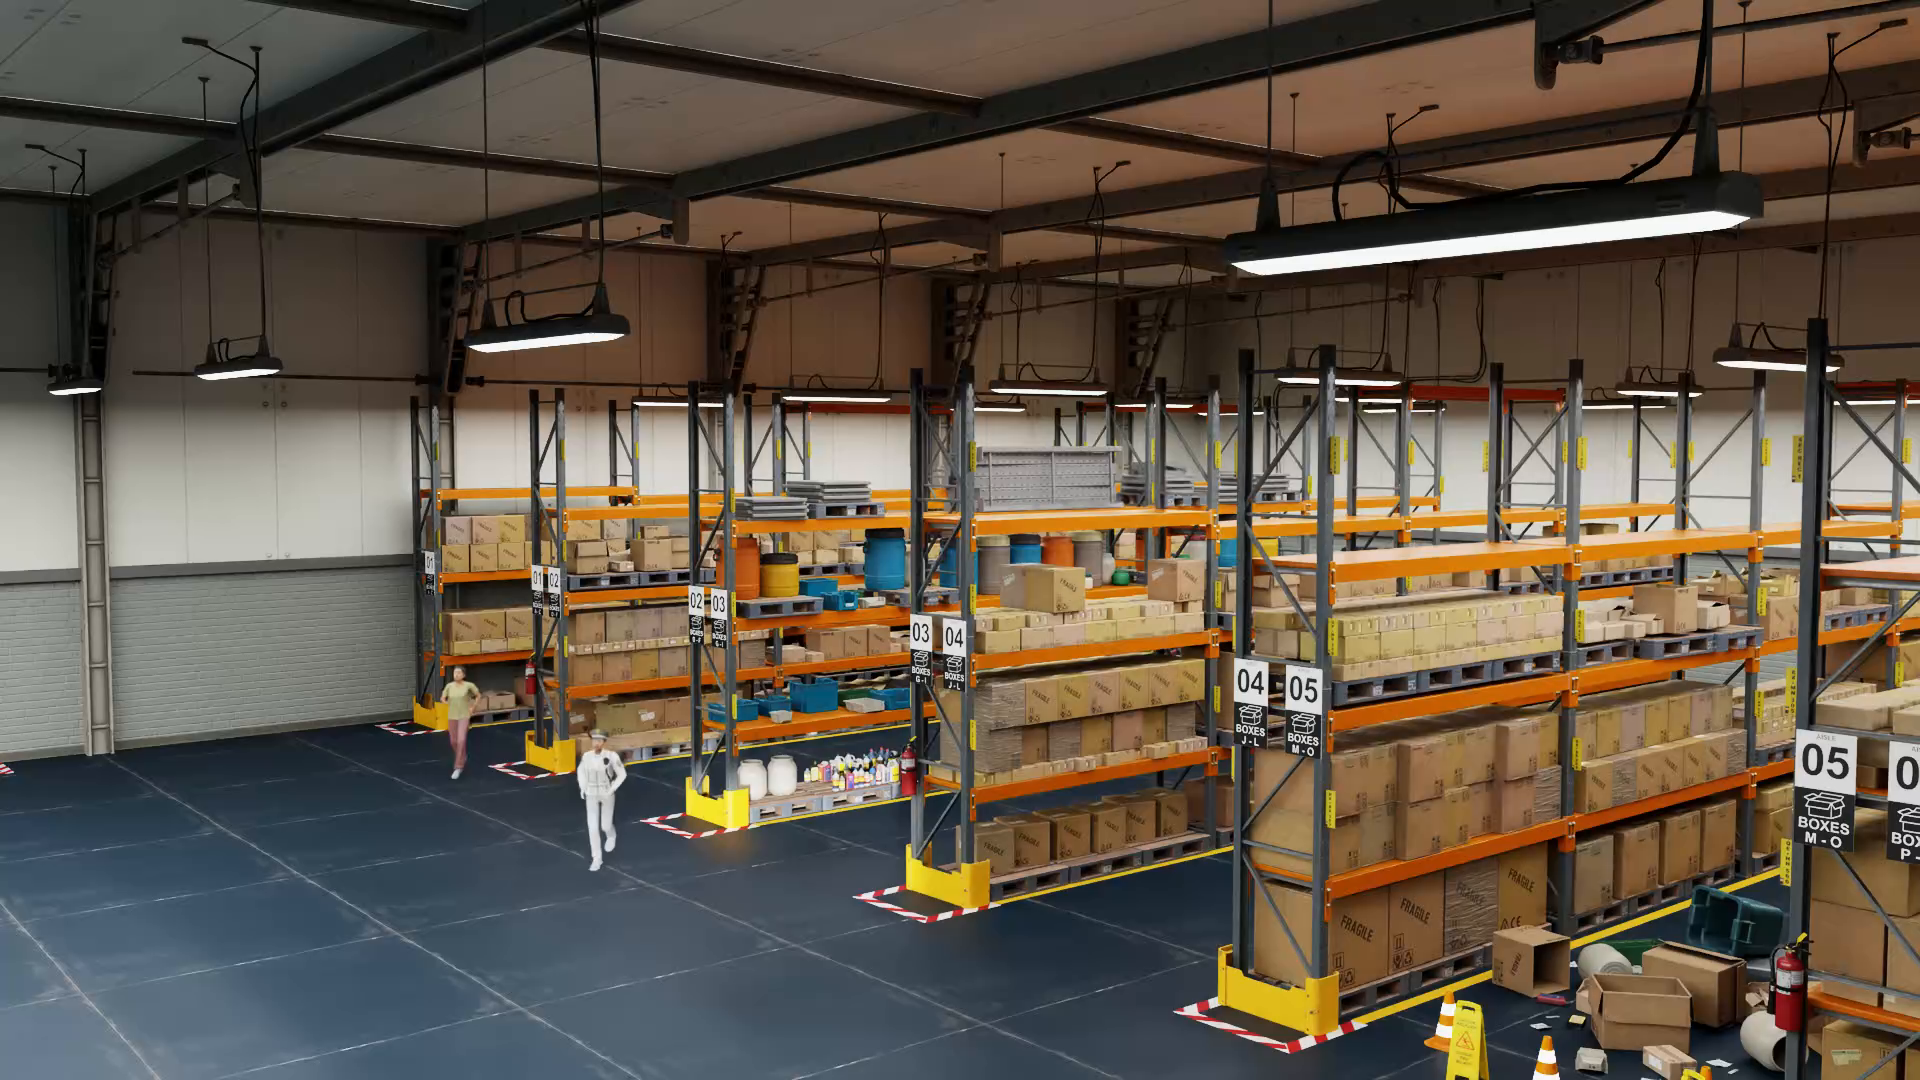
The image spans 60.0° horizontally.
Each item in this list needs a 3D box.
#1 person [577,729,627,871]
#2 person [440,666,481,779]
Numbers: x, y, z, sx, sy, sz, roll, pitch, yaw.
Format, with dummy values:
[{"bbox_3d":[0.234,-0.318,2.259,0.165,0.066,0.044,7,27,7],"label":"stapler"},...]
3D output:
[{"bbox_3d":[-4.397,3.135,20.390,0.632,1.694,0.819,0,3,-1],"label":"person"},{"bbox_3d":[-7.780,2.790,25.769,0.584,1.691,0.845,0,3,6],"label":"person"}]
